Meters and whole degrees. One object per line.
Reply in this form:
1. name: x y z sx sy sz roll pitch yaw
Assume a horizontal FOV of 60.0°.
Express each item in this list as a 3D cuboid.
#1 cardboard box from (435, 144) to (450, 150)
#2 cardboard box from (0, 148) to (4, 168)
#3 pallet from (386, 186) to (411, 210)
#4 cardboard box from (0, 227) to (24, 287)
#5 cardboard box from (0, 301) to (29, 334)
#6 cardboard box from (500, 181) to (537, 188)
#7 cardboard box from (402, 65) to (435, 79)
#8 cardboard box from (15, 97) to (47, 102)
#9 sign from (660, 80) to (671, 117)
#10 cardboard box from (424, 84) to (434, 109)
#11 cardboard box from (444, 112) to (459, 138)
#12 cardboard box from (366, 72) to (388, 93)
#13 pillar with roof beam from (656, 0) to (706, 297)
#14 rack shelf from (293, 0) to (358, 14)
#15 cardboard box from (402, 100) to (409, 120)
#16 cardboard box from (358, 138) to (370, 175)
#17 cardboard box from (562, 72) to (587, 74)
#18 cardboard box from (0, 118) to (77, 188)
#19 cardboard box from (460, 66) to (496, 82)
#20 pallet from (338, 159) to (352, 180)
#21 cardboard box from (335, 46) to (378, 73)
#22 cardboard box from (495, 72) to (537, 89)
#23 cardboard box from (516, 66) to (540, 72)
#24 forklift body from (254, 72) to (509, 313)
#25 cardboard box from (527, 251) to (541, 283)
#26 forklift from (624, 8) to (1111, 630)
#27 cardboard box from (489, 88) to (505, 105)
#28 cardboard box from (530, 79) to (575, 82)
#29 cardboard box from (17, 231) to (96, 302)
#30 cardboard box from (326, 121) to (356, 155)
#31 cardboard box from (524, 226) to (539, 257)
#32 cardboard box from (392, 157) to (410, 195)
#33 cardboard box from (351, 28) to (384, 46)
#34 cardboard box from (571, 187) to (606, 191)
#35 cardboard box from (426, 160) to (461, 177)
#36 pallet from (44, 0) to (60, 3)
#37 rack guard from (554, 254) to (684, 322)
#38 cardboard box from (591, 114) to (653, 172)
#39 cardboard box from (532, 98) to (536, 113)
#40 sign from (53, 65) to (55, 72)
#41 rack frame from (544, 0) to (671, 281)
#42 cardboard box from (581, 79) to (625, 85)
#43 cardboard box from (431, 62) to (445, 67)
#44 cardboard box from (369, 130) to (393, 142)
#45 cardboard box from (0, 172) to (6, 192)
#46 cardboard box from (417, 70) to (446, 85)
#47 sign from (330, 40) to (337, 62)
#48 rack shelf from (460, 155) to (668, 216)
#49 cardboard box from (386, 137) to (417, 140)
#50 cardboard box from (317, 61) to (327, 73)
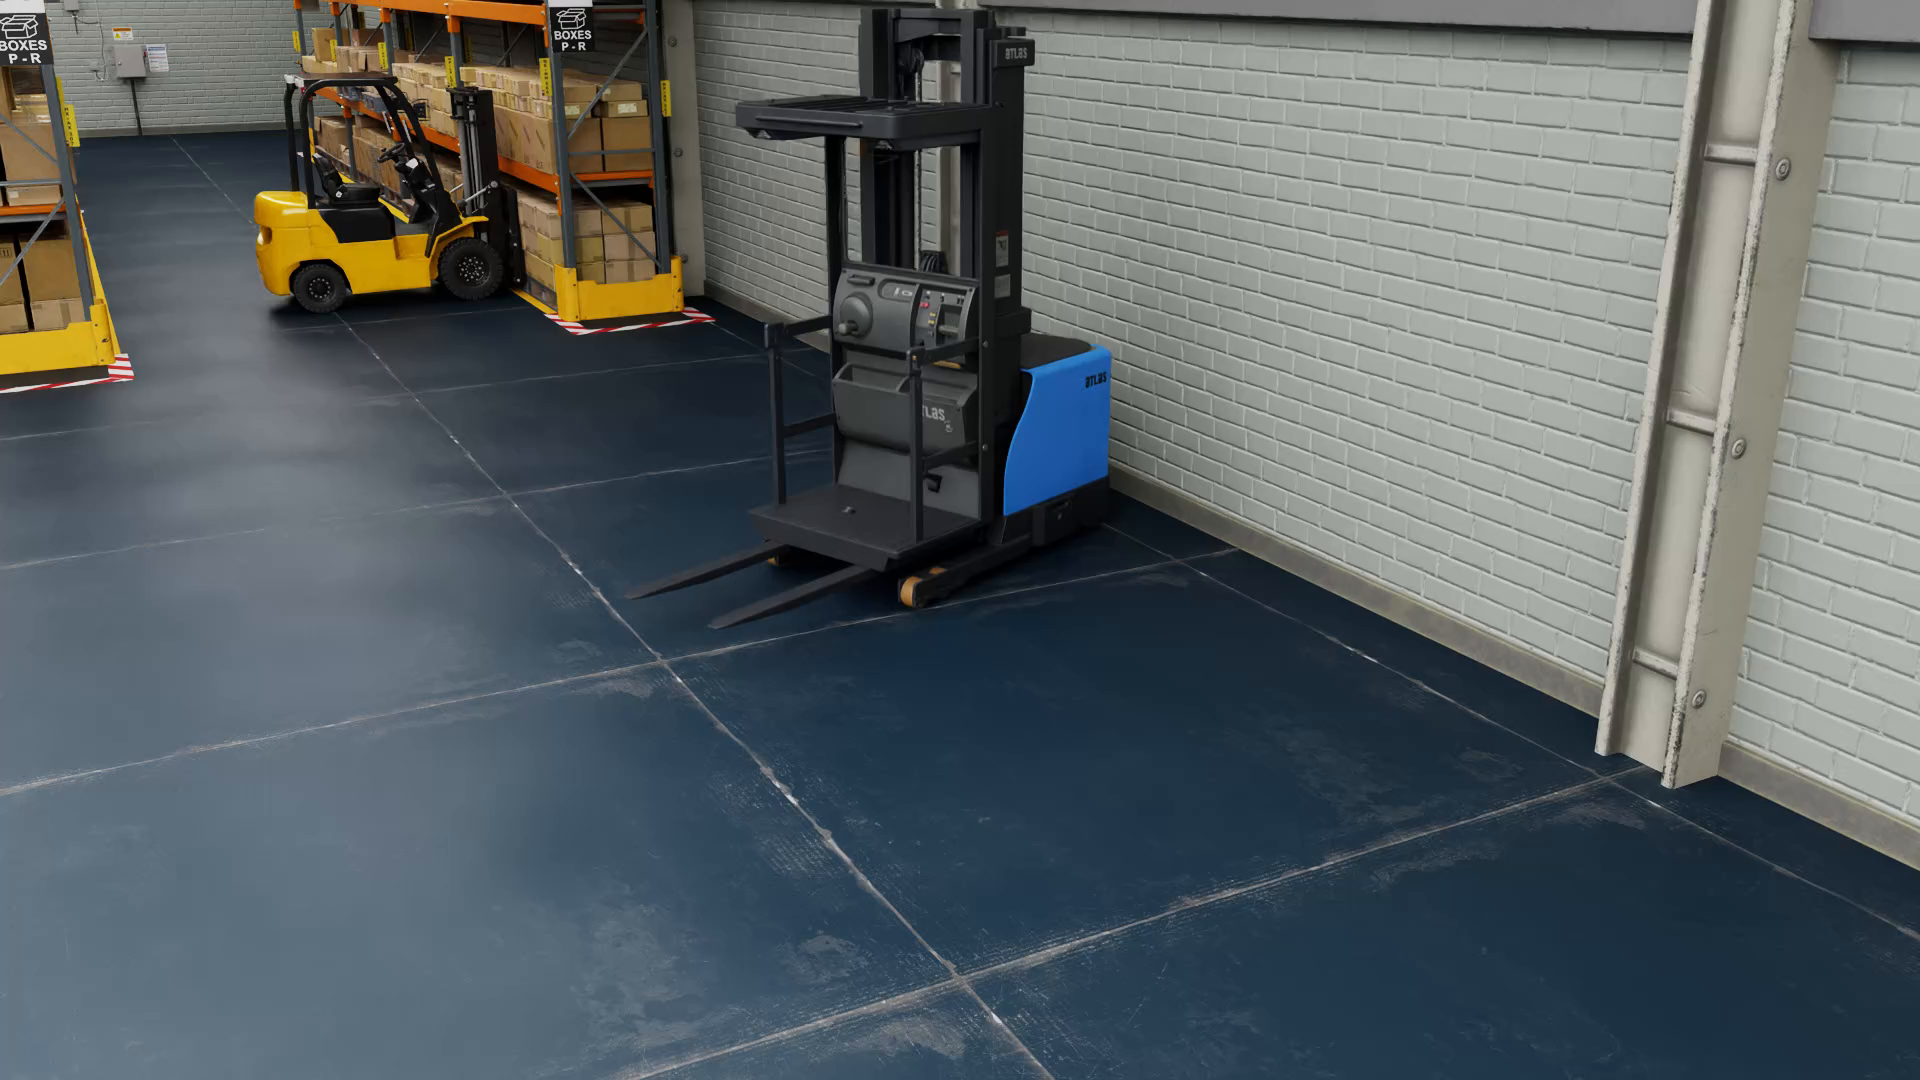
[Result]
1. cardboard box: -7.020 -5.415 22.919 0.380 0.149 0.250 -9 21 -24
2. cardboard box: -8.807 -3.565 14.755 0.500 0.500 0.500 -10 21 -26
3. pallet: -7.368 -4.795 23.205 1.003 0.211 1.213 -10 21 -27
4. cardboard box: -8.475 -2.419 14.465 0.500 0.500 0.500 -9 21 -25
5. cardboard box: -8.247 -1.923 14.177 0.500 0.250 0.500 -10 21 -27
6. cardboard box: -4.714 -3.640 17.619 0.500 0.250 0.500 -9 21 -25
7. cardboard box: -6.882 -5.964 21.169 0.380 0.149 0.250 -9 21 -25
8. cardboard box: -8.834 -3.927 15.805 0.500 0.500 0.500 -9 21 -25
9. sign: -2.757 -4.128 15.547 0.100 0.325 0.005 -10 21 -27
10. cardboard box: -6.094 -5.306 19.874 0.500 0.250 0.500 -10 21 -26
11. cardboard box: -5.617 -4.778 19.111 0.500 0.250 0.500 -9 21 -25
12. cardboard box: -7.833 -6.274 22.800 0.500 0.250 0.500 -11 22 -29
13. pillar with roof beam: -6.574 -6.105 13.529 9.100 9.000 0.400 -10 21 -27
14. rack shelf: -9.896 -8.694 26.732 1.077 0.370 4.000 -10 21 -27
15. cardboard box: -6.817 -5.512 21.237 0.500 0.250 0.500 -10 22 -28
16. cardboard box: -8.653 -5.734 24.837 0.500 0.500 0.500 -10 22 -27
17. cardboard box: -4.058 -4.745 17.179 0.380 0.149 0.250 -9 21 -25
18. cardboard box: -7.595 -3.194 13.679 0.500 0.500 0.500 -10 22 -27
19. cardboard box: -5.257 -5.102 18.215 0.380 0.149 0.250 -10 21 -26
20. pallet: -9.272 -5.921 26.466 1.003 0.211 1.213 -10 21 -27
21. cardboard box: -8.914 -7.114 24.852 0.700 0.500 0.500 -9 21 -25
22. cardboard box: -4.576 -4.745 17.179 0.380 0.149 0.250 -10 21 -27
23. cardboard box: -4.647 -5.116 18.256 0.380 0.149 0.250 -11 22 -28
24. forklift body: -5.754 -3.457 16.354 2.313 2.155 1.214 -10 21 -27
25. cardboard box: -3.977 -2.726 16.504 0.500 0.250 0.500 -10 21 -27
26. forklift: -0.434 -1.212 8.652 1.130 2.935 3.031 15 24 37
27. cardboard box: -4.645 -4.595 17.201 0.380 0.149 0.250 -11 22 -28
28. cardboard box: -3.949 -4.381 16.127 0.380 0.149 0.250 -10 21 -26
29. cardboard box: -7.766 -2.361 14.298 0.500 0.500 0.500 -11 22 -28
30. cardboard box: -10.104 -6.598 27.342 0.500 0.500 0.500 -10 21 -26
31. cardboard box: -3.983 -2.969 16.442 0.500 0.250 0.500 -10 22 -27
32. cardboard box: -7.437 -4.998 22.707 0.500 0.500 0.500 -9 21 -25
33. cardboard box: -9.419 -7.935 26.652 0.500 0.500 0.500 -11 22 -28
34. cardboard box: -4.015 -3.572 17.423 0.500 0.250 0.500 -10 22 -28
35. cardboard box: -6.126 -4.409 20.806 0.875 0.625 0.625 -11 22 -29
36. pallet: -9.714 -5.498 16.656 1.213 0.211 1.003 -10 21 -27
37. rack guard: -3.237 -2.408 15.844 1.175 0.500 0.348 -10 21 -27
38. cardboard box: -3.239 -3.829 15.977 0.500 0.500 0.500 -9 21 -25
39. cardboard box: -3.876 -4.160 15.940 0.380 0.149 0.250 -10 21 -26
40. sign: -10.940 -5.720 19.956 0.100 0.325 0.005 -10 21 -27
41. rack frame: -3.248 -3.597 15.457 1.000 3.000 0.127 -10 21 -27
42. cardboard box: -3.452 -4.375 16.107 0.380 0.149 0.250 -10 21 -26
43. cardboard box: -6.714 -6.185 21.810 0.380 0.149 0.250 -9 21 -25
44. cardboard box: -8.451 -5.927 24.405 0.380 0.149 0.250 -10 21 -27
45. cardboard box: -8.448 -3.079 14.342 0.380 0.149 0.250 -10 21 -26
46. cardboard box: -6.332 -5.589 20.082 0.380 0.149 0.250 -11 22 -28
47. sign: -9.420 -7.365 25.049 0.100 0.325 0.005 -10 21 -27
48. rack shelf: -4.198 -3.831 17.238 1.077 0.370 4.000 -10 21 -27
49. cardboard box: -7.833 -5.558 23.335 0.380 0.149 0.250 -9 21 -25
50. cardboard box: -10.123 -7.654 26.990 0.500 0.250 0.500 -11 22 -28
